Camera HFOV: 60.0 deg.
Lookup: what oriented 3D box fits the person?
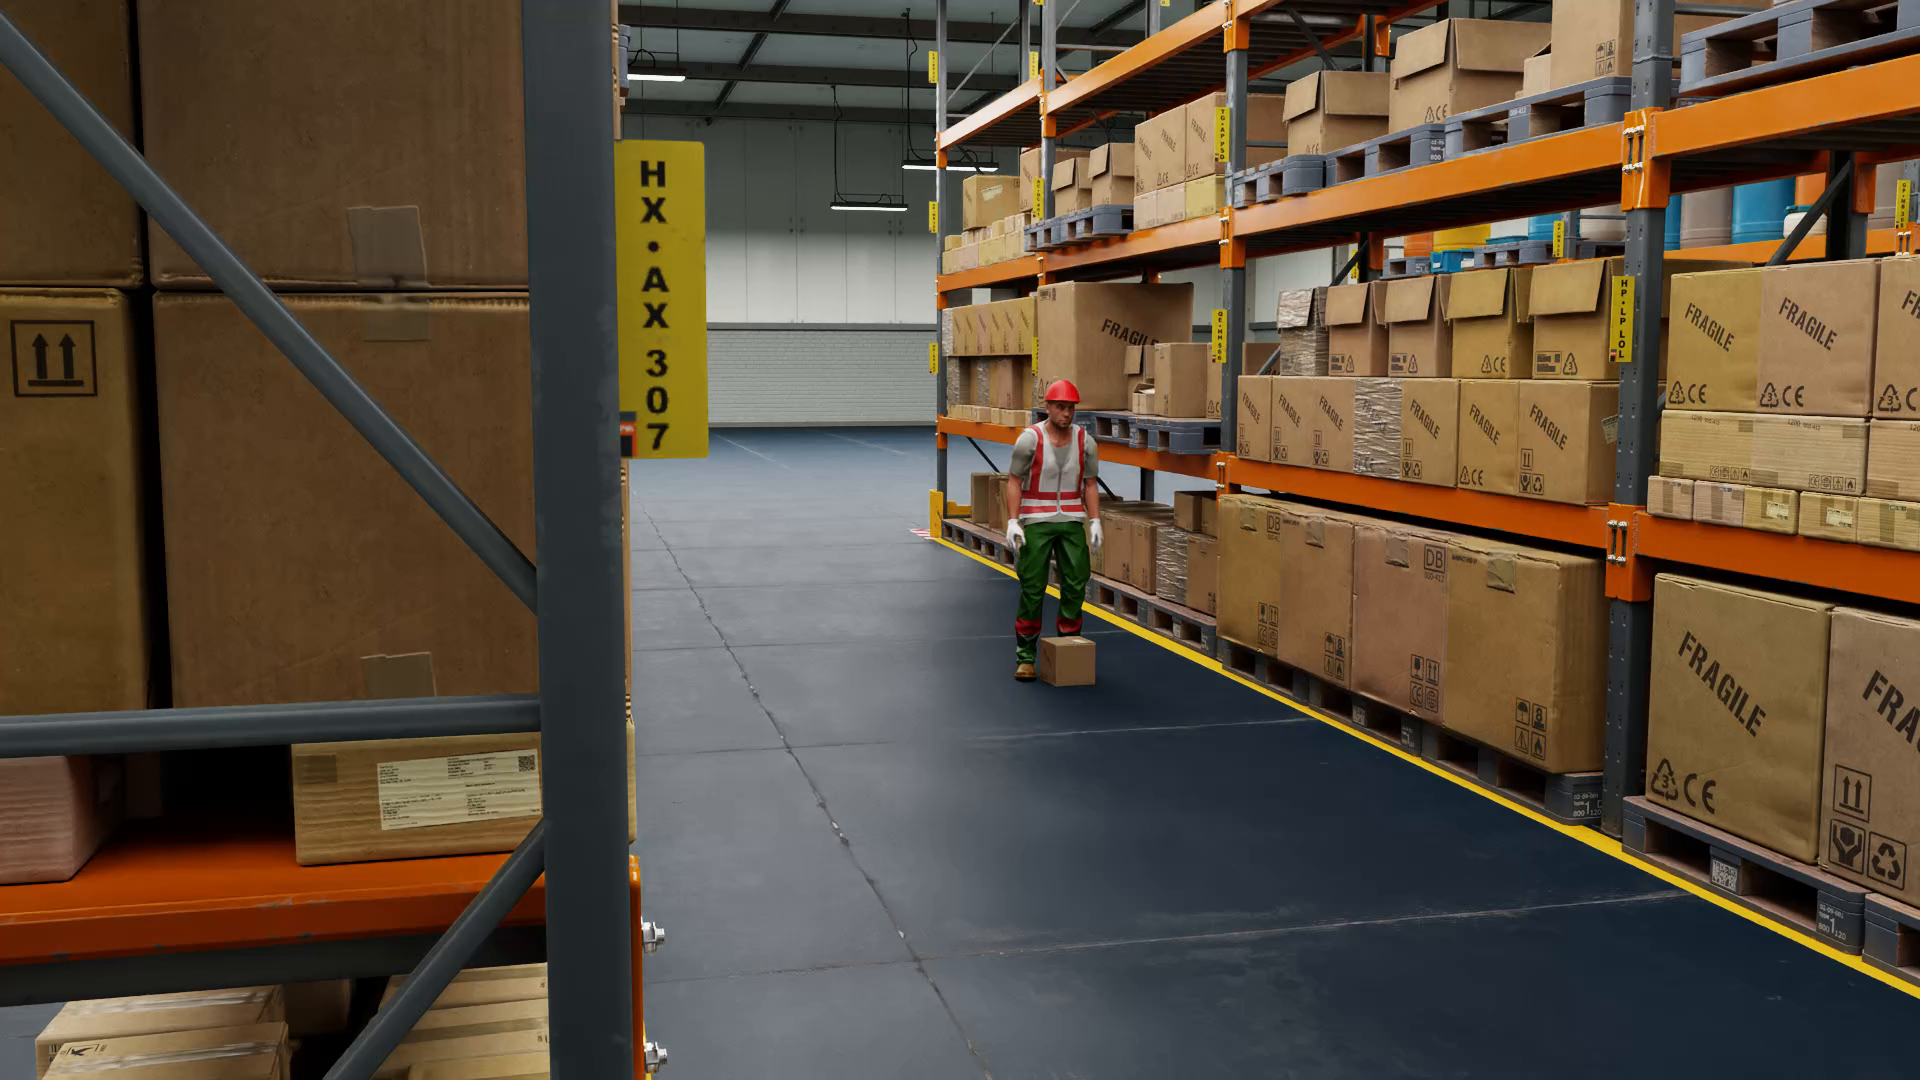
[{"bbox_3d":[0.566,-0.066,9.952,0.608,1.779,0.451,-1,6,-14],"label":"person"}]
